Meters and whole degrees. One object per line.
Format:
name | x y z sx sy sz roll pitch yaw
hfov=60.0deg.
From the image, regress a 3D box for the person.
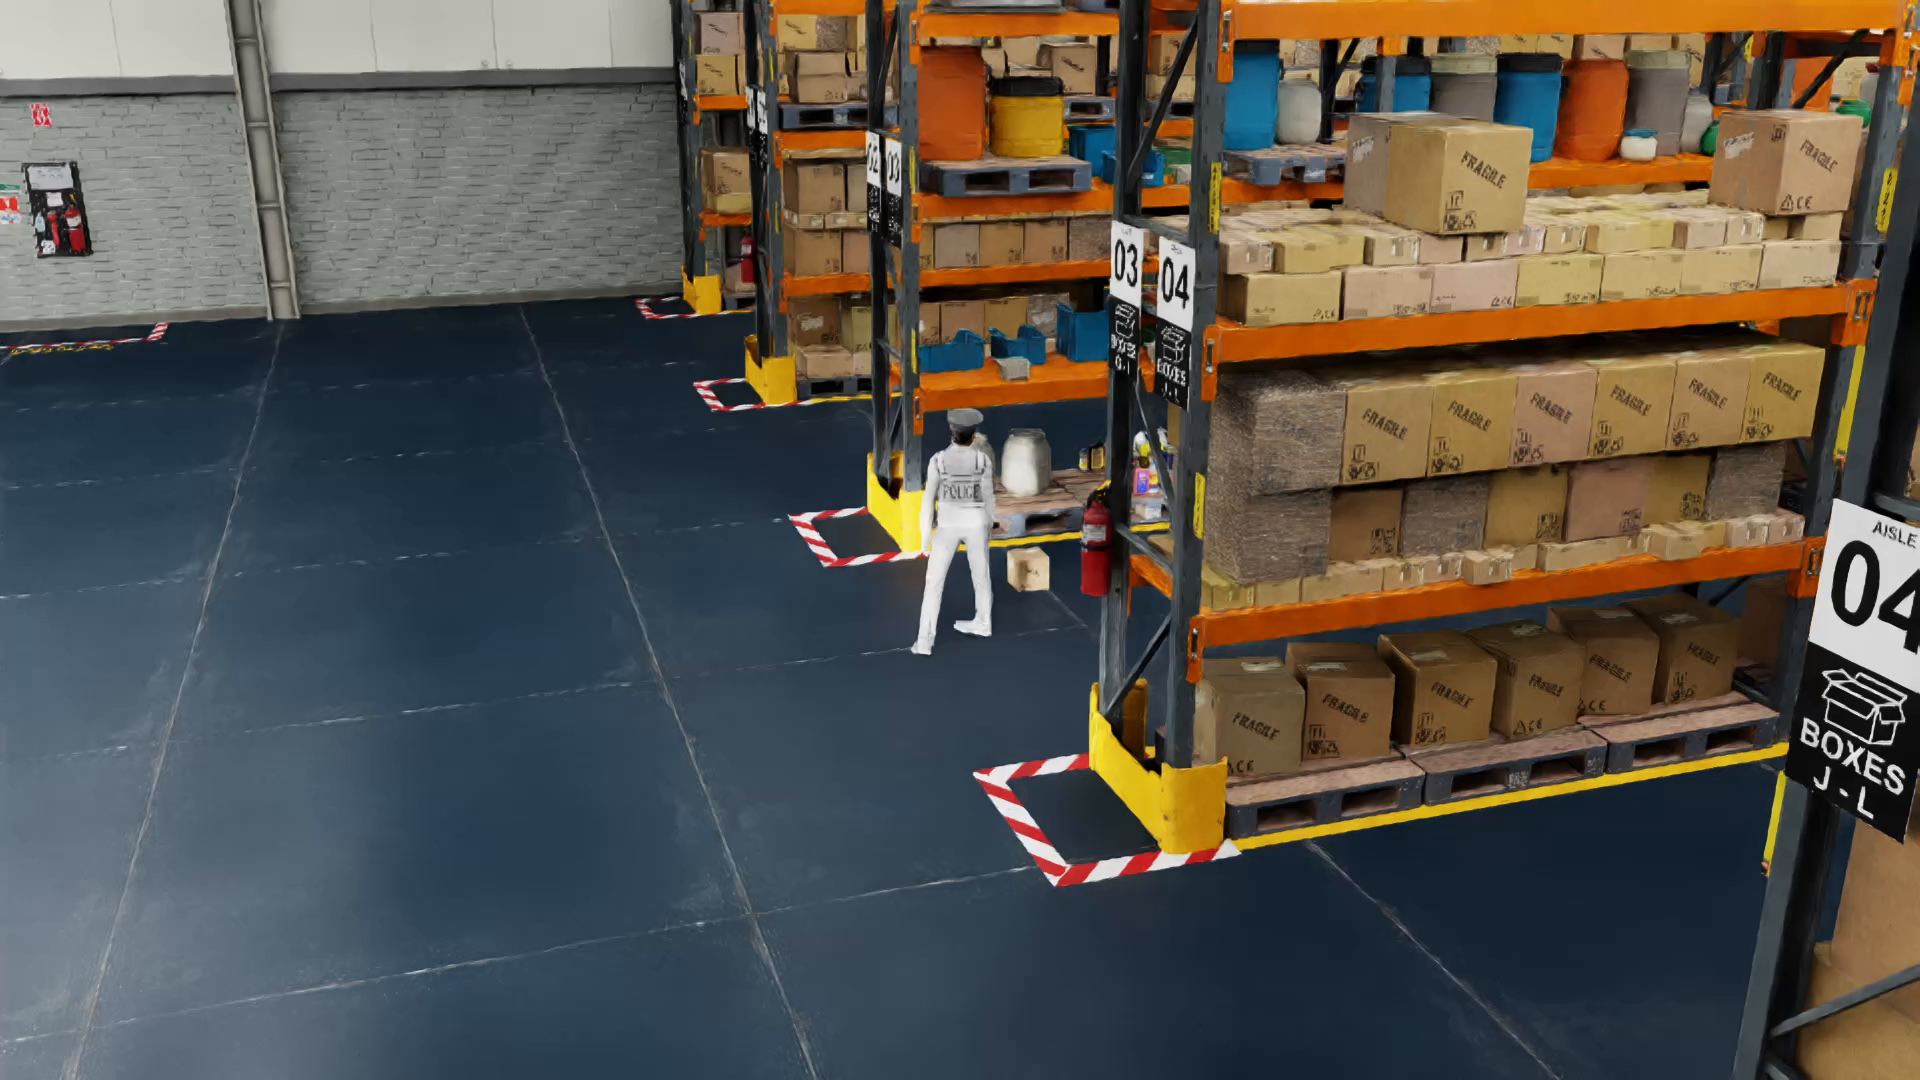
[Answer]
person | -0.051 -0.056 11.238 0.579 1.666 0.552 -2 19 -5
